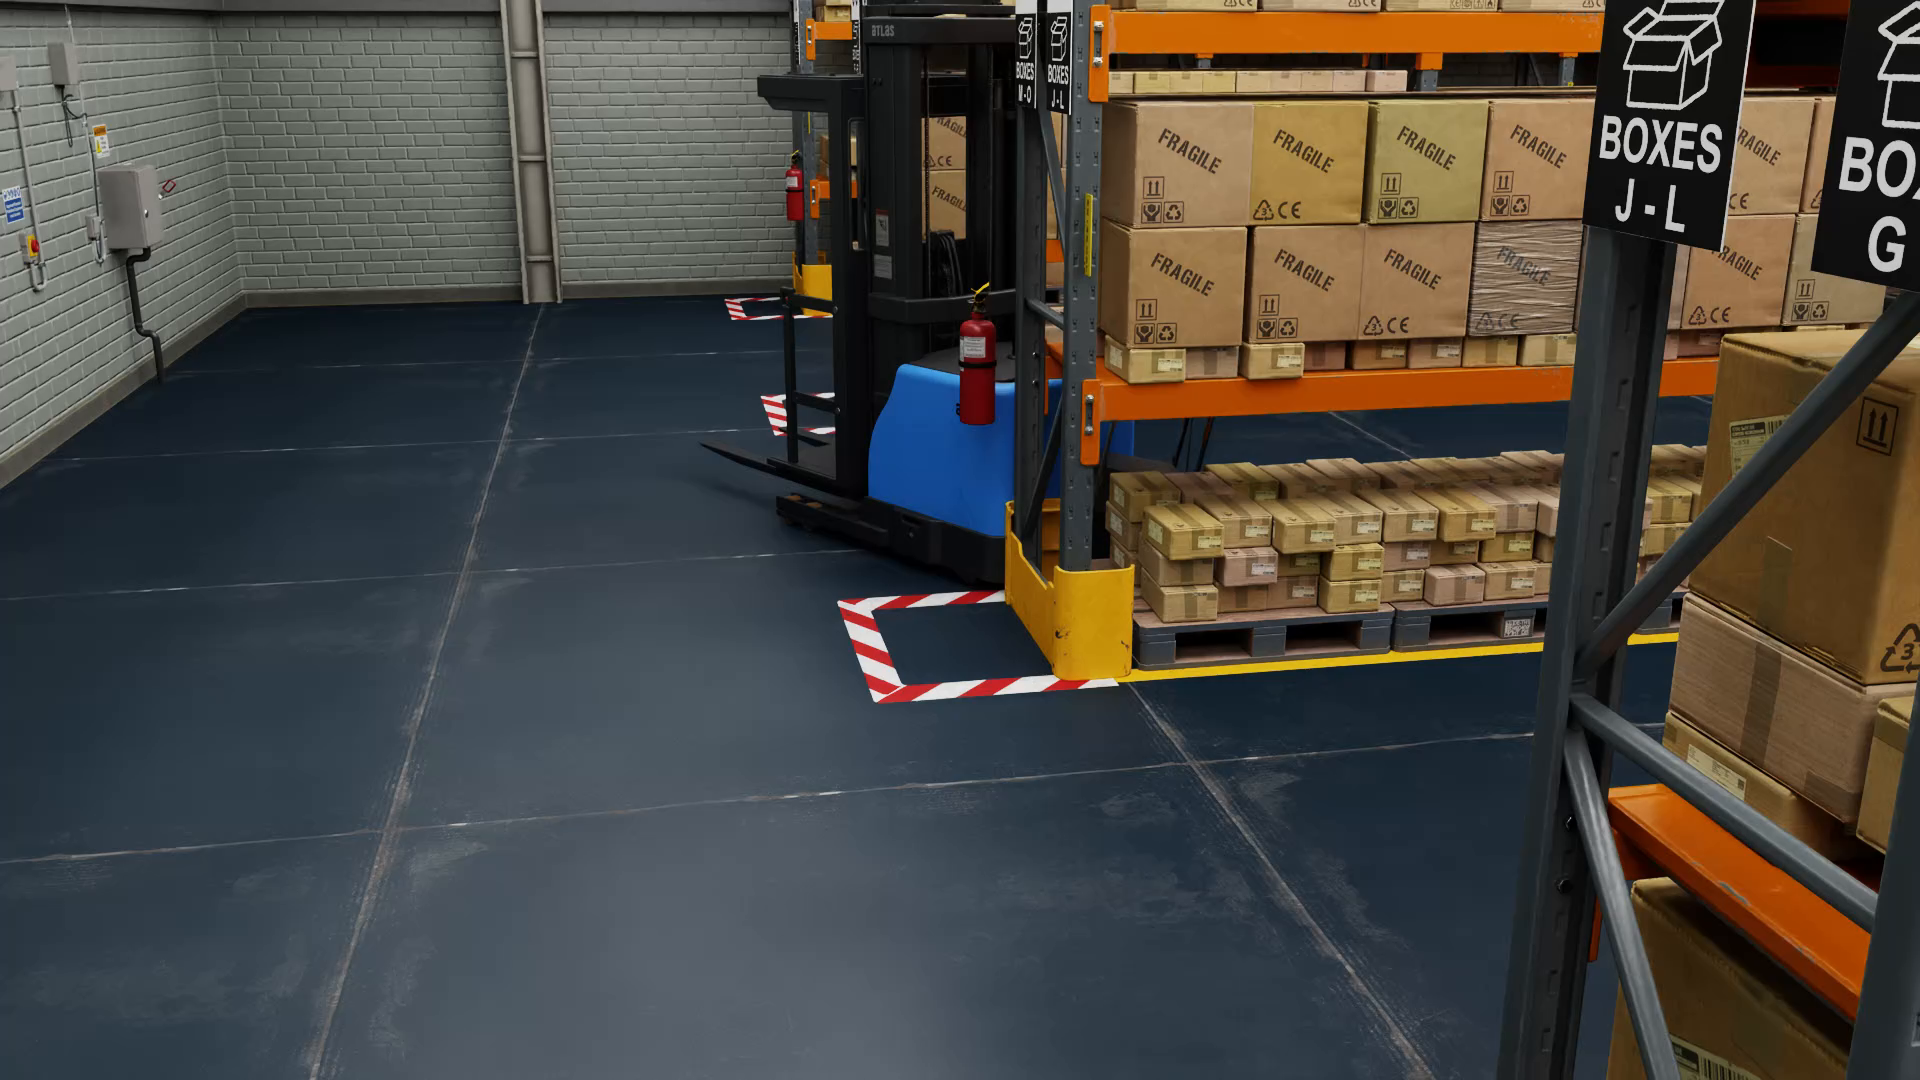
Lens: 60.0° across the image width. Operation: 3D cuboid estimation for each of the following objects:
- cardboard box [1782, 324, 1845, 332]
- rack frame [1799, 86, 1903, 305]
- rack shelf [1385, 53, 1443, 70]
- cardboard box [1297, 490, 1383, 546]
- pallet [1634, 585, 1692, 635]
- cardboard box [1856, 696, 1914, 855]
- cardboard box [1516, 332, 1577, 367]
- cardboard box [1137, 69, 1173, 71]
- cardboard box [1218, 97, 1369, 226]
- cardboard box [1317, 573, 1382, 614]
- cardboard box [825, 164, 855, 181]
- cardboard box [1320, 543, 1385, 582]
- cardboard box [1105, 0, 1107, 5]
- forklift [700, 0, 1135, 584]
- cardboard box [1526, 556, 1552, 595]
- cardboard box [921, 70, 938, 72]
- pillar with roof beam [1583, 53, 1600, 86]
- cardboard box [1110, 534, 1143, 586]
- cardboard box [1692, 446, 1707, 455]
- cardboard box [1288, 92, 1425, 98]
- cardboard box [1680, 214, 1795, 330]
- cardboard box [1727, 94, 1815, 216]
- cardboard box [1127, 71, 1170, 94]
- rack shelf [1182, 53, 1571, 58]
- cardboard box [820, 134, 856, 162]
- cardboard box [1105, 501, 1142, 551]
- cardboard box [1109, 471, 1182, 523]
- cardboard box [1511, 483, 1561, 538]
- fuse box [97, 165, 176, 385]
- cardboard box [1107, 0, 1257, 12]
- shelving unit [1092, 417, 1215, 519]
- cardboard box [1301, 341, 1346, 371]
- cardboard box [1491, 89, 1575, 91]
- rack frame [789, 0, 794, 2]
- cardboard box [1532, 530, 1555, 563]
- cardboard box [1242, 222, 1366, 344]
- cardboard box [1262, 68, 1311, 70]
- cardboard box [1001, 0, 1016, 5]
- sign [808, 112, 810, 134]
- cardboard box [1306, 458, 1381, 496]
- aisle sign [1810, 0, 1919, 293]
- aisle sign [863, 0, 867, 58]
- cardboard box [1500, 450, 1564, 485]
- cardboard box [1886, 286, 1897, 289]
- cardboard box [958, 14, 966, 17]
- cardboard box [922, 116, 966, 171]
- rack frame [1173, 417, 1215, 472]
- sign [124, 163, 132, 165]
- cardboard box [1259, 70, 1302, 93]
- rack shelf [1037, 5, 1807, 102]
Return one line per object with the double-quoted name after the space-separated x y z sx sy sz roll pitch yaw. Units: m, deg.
3.877 -0.959 7.752 0.250 0.149 0.380 -4 17 -12 "cardboard box"
4.346 -1.208 8.136 0.127 3.000 1.000 -3 17 -10 "rack frame"
5.271 -3.831 12.792 4.000 0.370 1.077 -3 17 -10 "rack shelf"
1.744 -0.104 7.667 0.250 0.149 0.380 -4 18 -13 "cardboard box"
3.693 0.173 8.390 1.213 0.211 1.003 -3 17 -10 "pallet"
1.782 0.431 2.549 0.500 0.250 0.500 -4 17 -12 "cardboard box"
2.588 -0.897 7.550 0.250 0.149 0.380 -3 17 -9 "cardboard box"
1.449 -3.443 12.435 0.250 0.149 0.380 -3 17 -10 "cardboard box"
1.404 -1.632 7.135 0.500 0.500 0.500 -3 17 -9 "cardboard box"
1.749 0.203 7.681 0.250 0.149 0.380 -3 17 -10 "cardboard box"
-1.191 -3.656 16.535 0.250 0.149 0.380 -3 17 -11 "cardboard box"
1.757 0.058 7.647 0.250 0.149 0.380 -3 17 -9 "cardboard box"
0.815 -2.449 7.323 0.500 0.250 0.500 -4 17 -12 "cardboard box"
-0.410 -1.539 9.330 1.130 2.935 3.031 -14 22 -39 "forklift"
2.740 0.127 7.930 0.250 0.149 0.380 -3 17 -9 "cardboard box"
-0.306 -3.320 12.035 0.250 0.149 0.380 -3 17 -10 "cardboard box"
8.215 -6.242 14.308 0.400 9.000 9.100 -3 17 -10 "pillar with roof beam"
0.895 0.087 8.059 0.250 0.149 0.380 -3 17 -10 "cardboard box"
3.968 -0.371 8.538 0.250 0.149 0.380 -3 17 -8 "cardboard box"
1.827 -1.810 7.717 0.500 0.500 0.500 -2 17 -8 "cardboard box"
3.414 -1.261 7.632 0.500 0.500 0.500 -4 17 -12 "cardboard box"
3.429 -1.741 7.493 0.500 0.500 0.500 -4 17 -12 "cardboard box"
1.312 -3.257 11.828 0.250 0.149 0.380 -4 17 -12 "cardboard box"
4.326 -5.261 17.450 4.000 0.370 1.077 -3 17 -10 "rack shelf"
-1.164 -4.010 17.007 0.500 0.250 0.500 -3 17 -9 "cardboard box"
0.882 -0.077 8.087 0.250 0.149 0.380 -4 17 -12 "cardboard box"
0.890 -0.210 8.014 0.250 0.149 0.380 -3 17 -10 "cardboard box"
2.779 -0.142 7.791 0.250 0.149 0.380 -4 17 -12 "cardboard box"
-6.407 -2.084 13.181 0.414 1.711 0.539 -3 17 -10 "fuse box"
0.907 -2.299 6.834 0.500 0.250 0.500 -3 17 -8 "cardboard box"
1.024 -0.841 8.357 0.503 2.100 0.431 10 16 -12 "shelving unit"
1.543 -0.868 7.458 0.250 0.149 0.380 -2 17 -8 "cardboard box"
4.288 -3.133 12.530 0.500 0.500 0.500 -3 17 -11 "cardboard box"
-1.565 -6.705 15.815 0.127 3.000 1.000 -3 17 -10 "rack frame"
2.795 -0.026 7.920 0.250 0.149 0.380 -4 18 -13 "cardboard box"
1.432 -1.158 7.295 0.500 0.500 0.500 -3 17 -10 "cardboard box"
2.456 -3.477 12.546 0.250 0.149 0.380 -3 17 -11 "cardboard box"
0.426 -5.382 16.366 0.500 0.250 0.500 -4 17 -11 "cardboard box"
-1.462 -4.095 16.060 0.005 0.325 0.100 -3 17 -10 "sign"
1.897 -0.286 8.260 0.250 0.149 0.380 -3 17 -8 "cardboard box"
1.246 -0.702 2.061 0.004 0.787 0.394 -3 17 -10 "aisle sign"
-0.636 -3.562 11.371 0.004 0.787 0.394 -3 17 -10 "aisle sign"
2.930 -0.333 8.413 0.250 0.149 0.380 -3 17 -9 "cardboard box"
4.698 -1.368 8.369 0.250 0.149 0.380 -4 17 -12 "cardboard box"
0.050 -5.166 16.341 0.250 0.149 0.380 -3 17 -11 "cardboard box"
-0.095 -2.877 11.696 0.500 0.500 0.500 -4 17 -12 "cardboard box"
1.260 -0.799 8.406 0.015 2.100 0.400 10 16 -12 "rack frame"
-6.704 -2.785 13.432 0.001 0.494 0.329 -3 17 -10 "sign"
2.294 -3.343 12.108 0.250 0.149 0.380 -3 17 -11 "cardboard box"
2.382 -2.187 7.439 4.000 0.370 1.077 -3 17 -10 "rack shelf"
